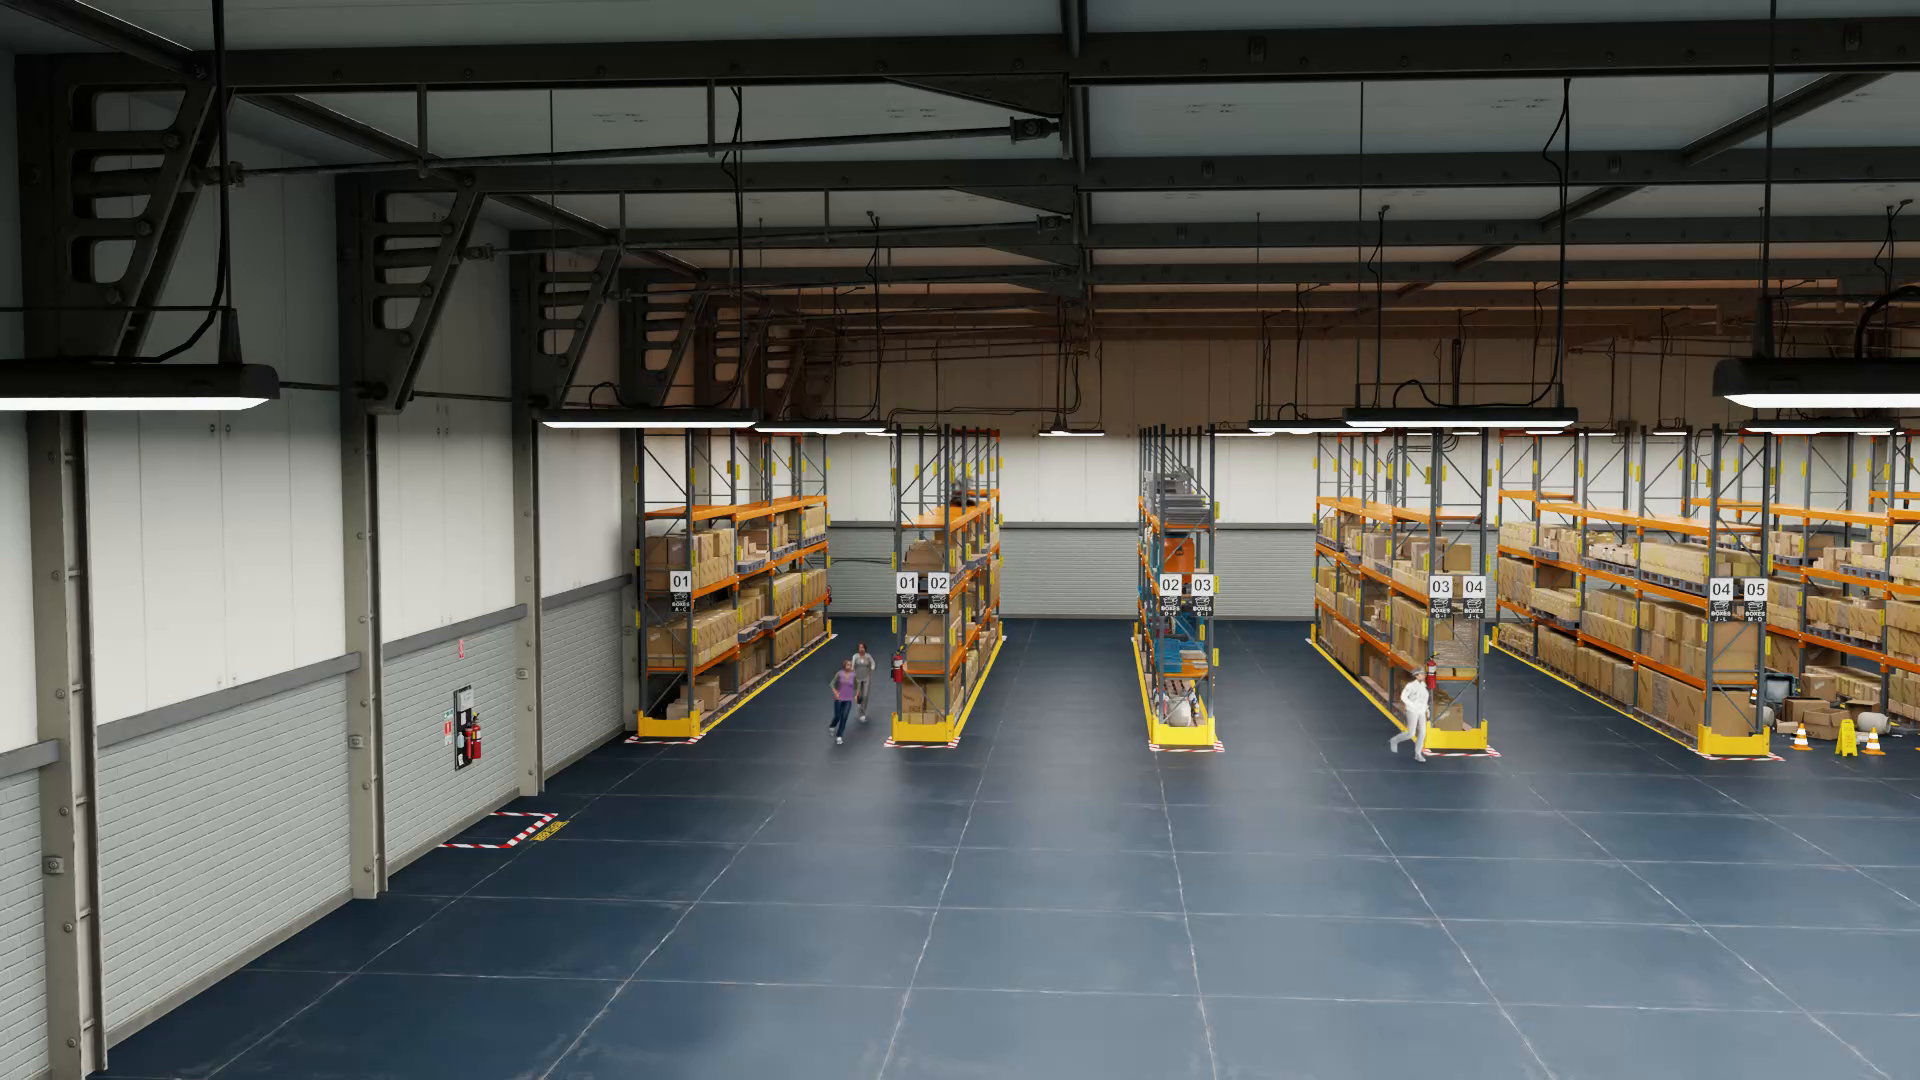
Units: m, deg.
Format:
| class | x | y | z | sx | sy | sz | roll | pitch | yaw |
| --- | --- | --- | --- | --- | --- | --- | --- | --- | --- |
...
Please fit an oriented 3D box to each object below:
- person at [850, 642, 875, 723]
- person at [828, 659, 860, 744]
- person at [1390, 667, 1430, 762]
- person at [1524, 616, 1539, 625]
| class | x | y | z | sx | sy | sz | roll | pitch | yaw |
| --- | --- | --- | --- | --- | --- | --- | --- | --- | --- |
| person | -1.992 | 2.876 | 33.906 | 0.538 | 1.596 | 0.775 | 0 | 3 | -4 |
| person | -2.175 | 3.034 | 31.496 | 0.586 | 1.565 | 0.638 | -1 | 4 | -15 |
| person | 8.180 | 3.084 | 29.766 | 0.675 | 1.644 | 0.820 | -2 | 4 | -31 |
| person | 16.259 | 2.039 | 47.110 | 0.572 | 1.633 | 0.676 | -3 | 5 | -44 |
